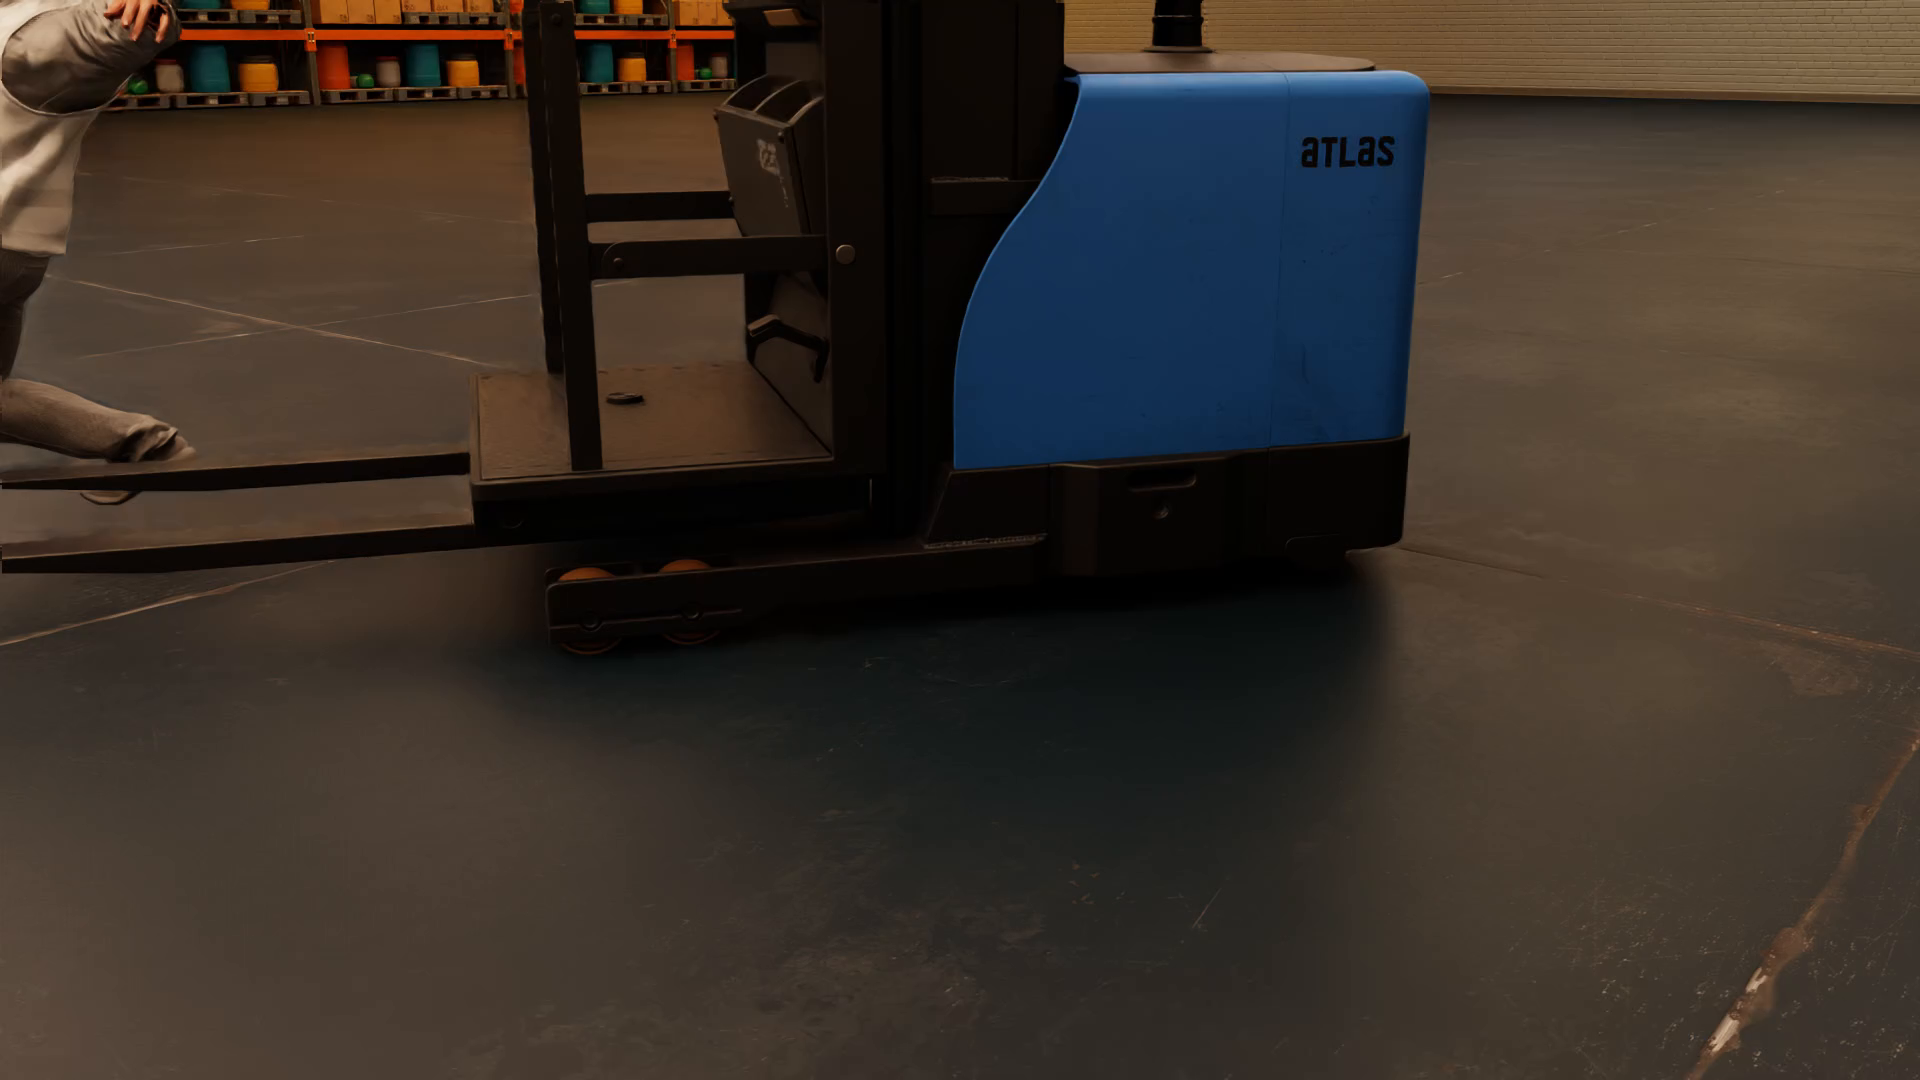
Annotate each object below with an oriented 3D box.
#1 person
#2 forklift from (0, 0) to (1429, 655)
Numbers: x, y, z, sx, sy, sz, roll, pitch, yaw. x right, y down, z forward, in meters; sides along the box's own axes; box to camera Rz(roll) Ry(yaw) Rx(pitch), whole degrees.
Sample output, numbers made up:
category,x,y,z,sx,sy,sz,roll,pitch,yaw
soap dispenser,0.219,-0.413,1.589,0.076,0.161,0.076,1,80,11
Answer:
category,x,y,z,sx,sy,sz,roll,pitch,yaw
person,-2.035,-0.673,3.359,0.882,1.520,1.055,-10,20,-30
forklift,-0.587,-1.351,3.347,3.031,2.935,1.130,-5,18,-15
